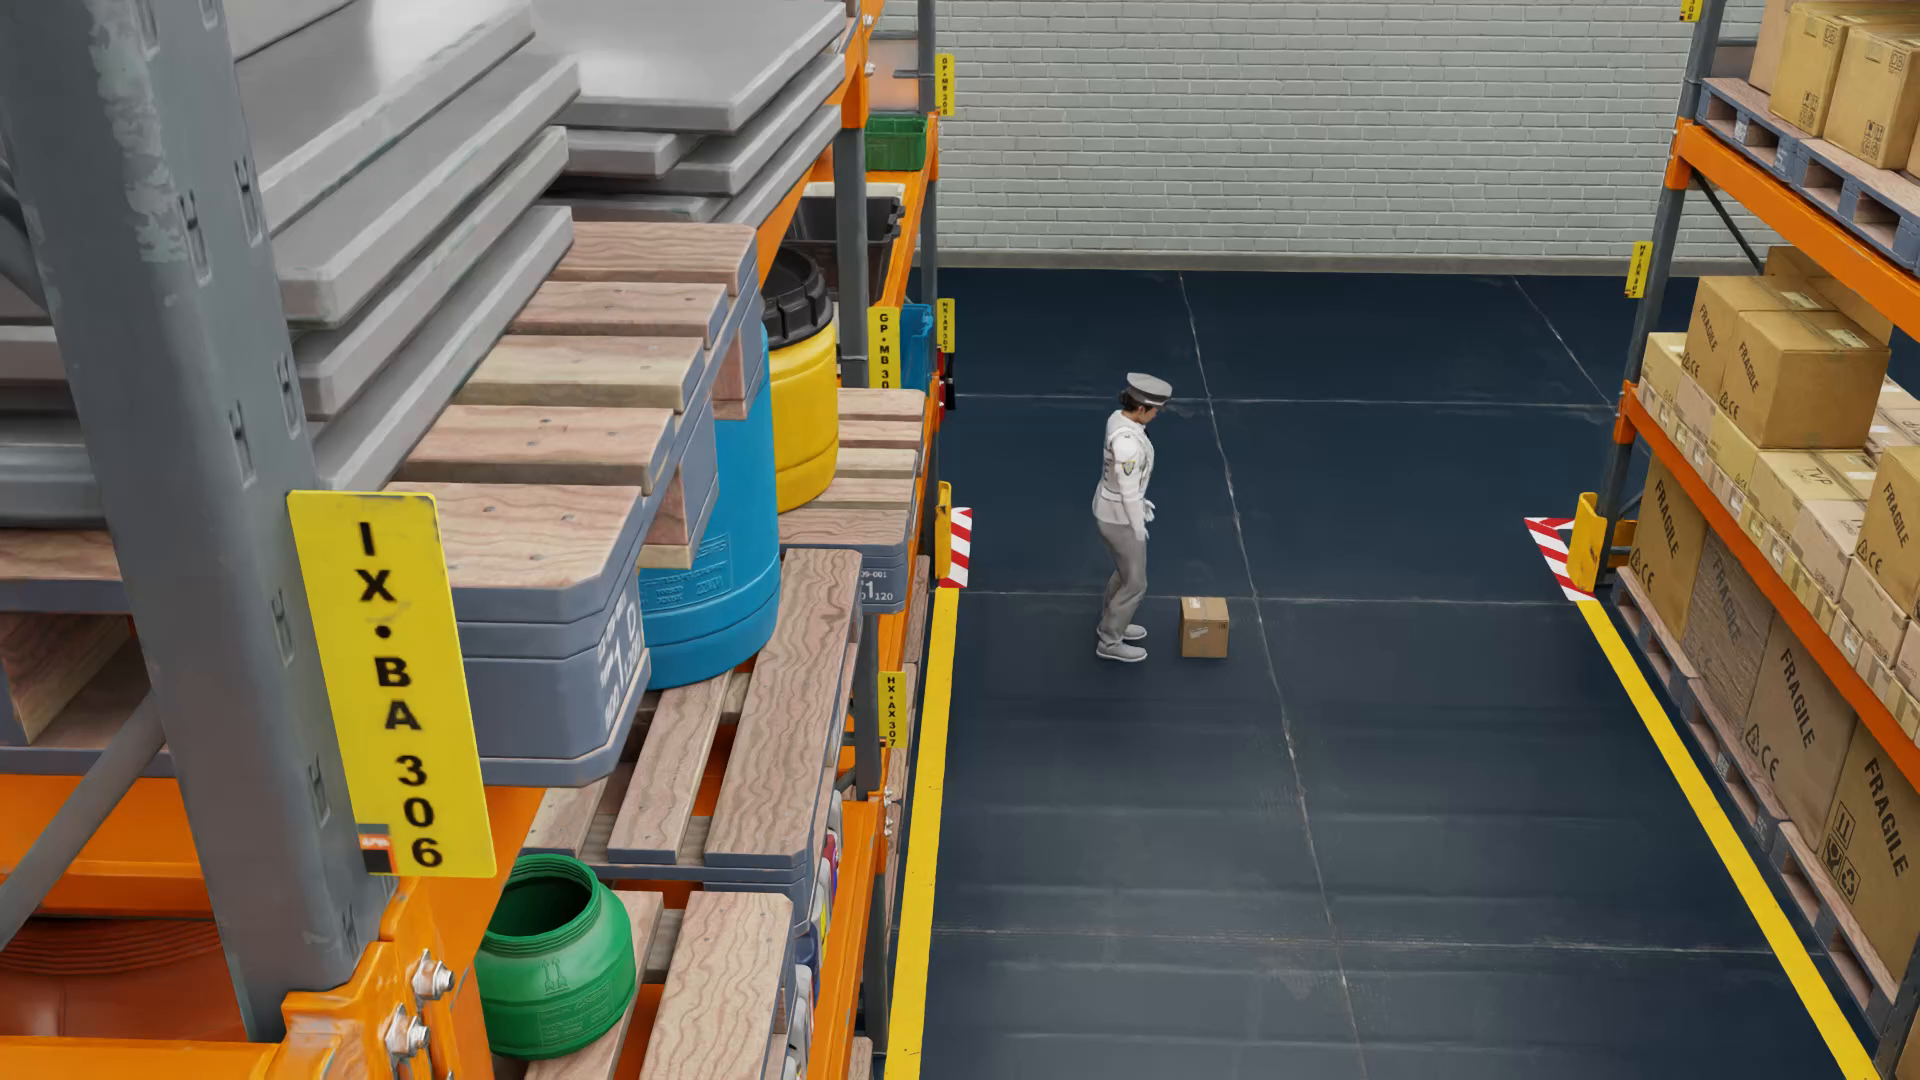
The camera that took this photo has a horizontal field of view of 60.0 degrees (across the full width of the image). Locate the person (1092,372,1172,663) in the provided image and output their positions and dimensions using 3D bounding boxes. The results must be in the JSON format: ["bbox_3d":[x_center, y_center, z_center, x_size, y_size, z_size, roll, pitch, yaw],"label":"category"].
[{"bbox_3d":[0.921,-0.130,9.120,0.396,1.644,0.488,2,28,3],"label":"person"}]
